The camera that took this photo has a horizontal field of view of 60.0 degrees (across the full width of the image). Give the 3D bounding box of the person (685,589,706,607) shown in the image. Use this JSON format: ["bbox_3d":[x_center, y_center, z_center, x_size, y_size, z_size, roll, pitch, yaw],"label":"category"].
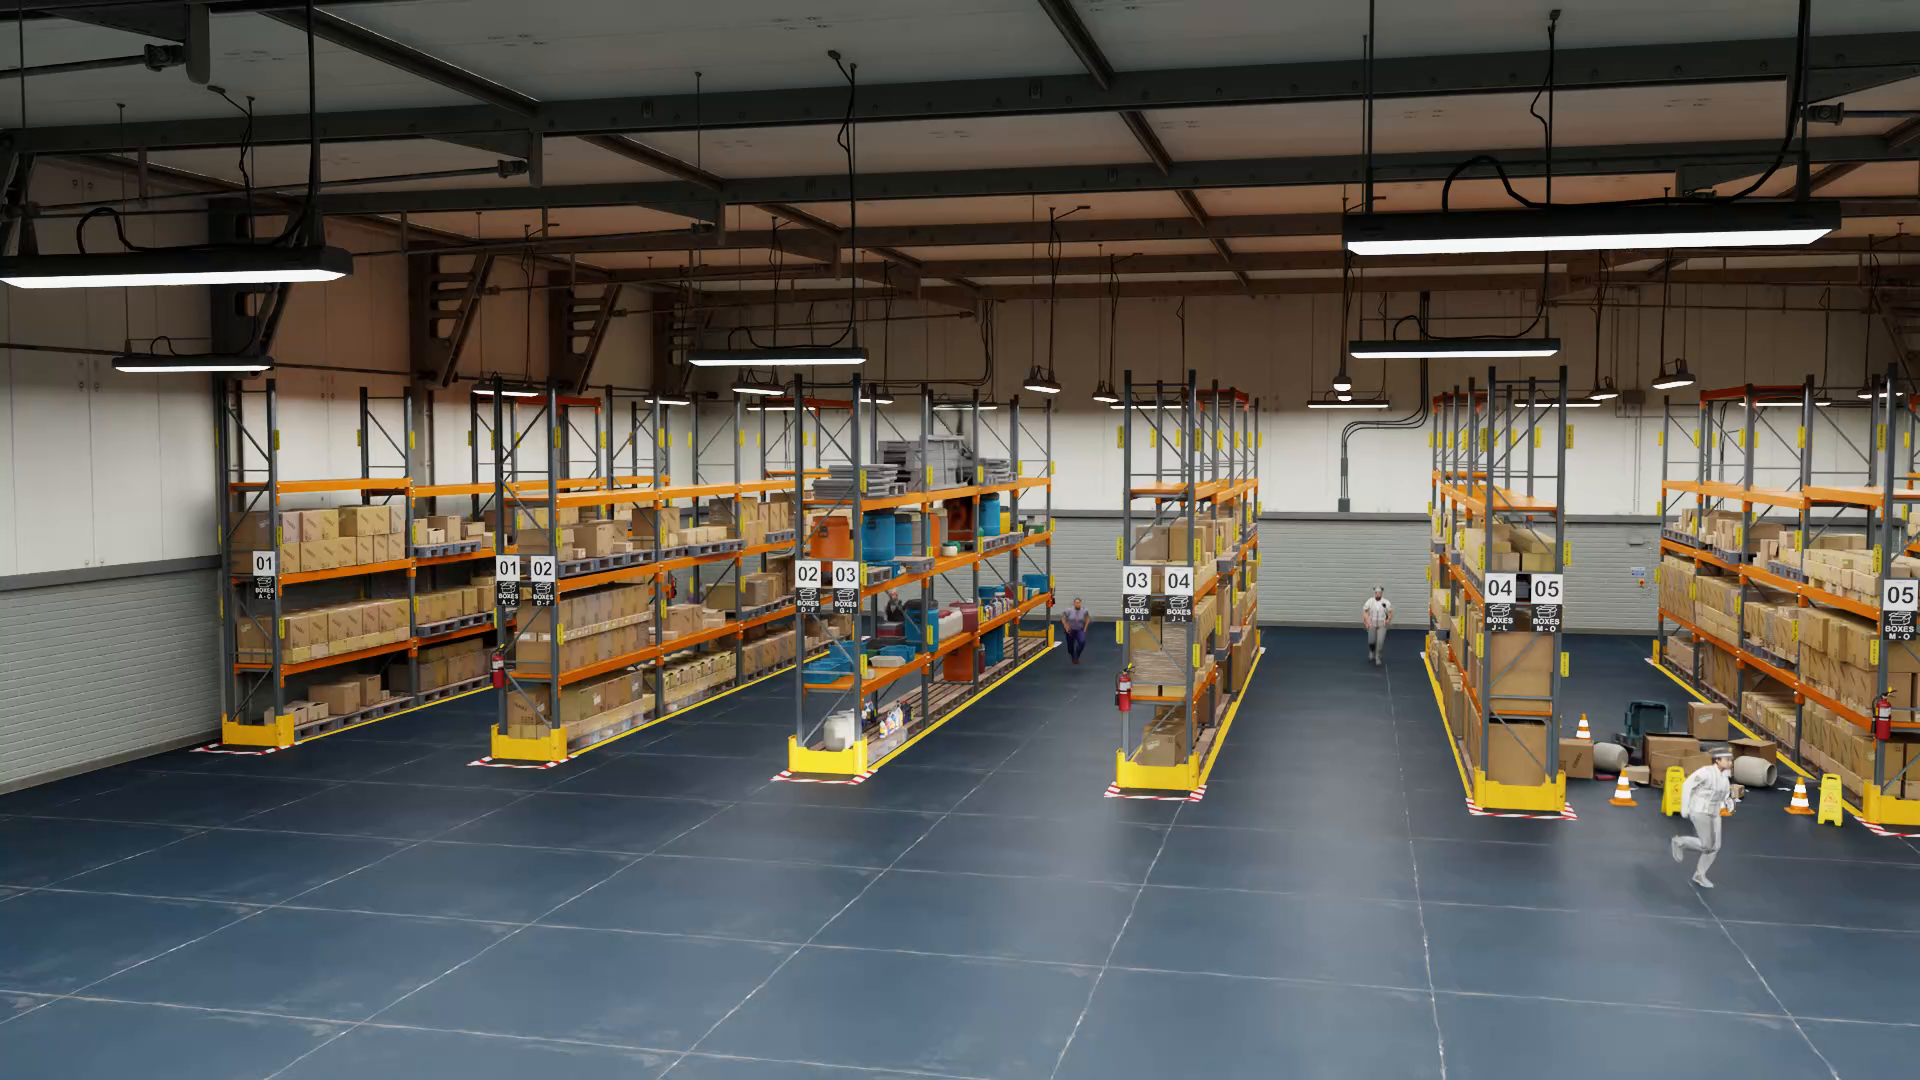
[{"bbox_3d":[-6.524,1.759,40.922,0.536,1.558,0.572,0,3,7],"label":"person"}]

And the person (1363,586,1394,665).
[{"bbox_3d":[9.388,1.905,37.296,0.682,1.747,0.599,1,4,15],"label":"person"}]

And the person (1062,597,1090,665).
[{"bbox_3d":[2.495,1.935,35.781,0.605,1.442,0.971,0,3,3],"label":"person"}]

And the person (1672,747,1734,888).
[{"bbox_3d":[8.405,3.090,18.809,0.610,1.623,0.726,-2,4,-31],"label":"person"}]

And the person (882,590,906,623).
[{"bbox_3d":[-1.406,1.880,36.917,0.674,1.543,0.677,1,4,18],"label":"person"}]
